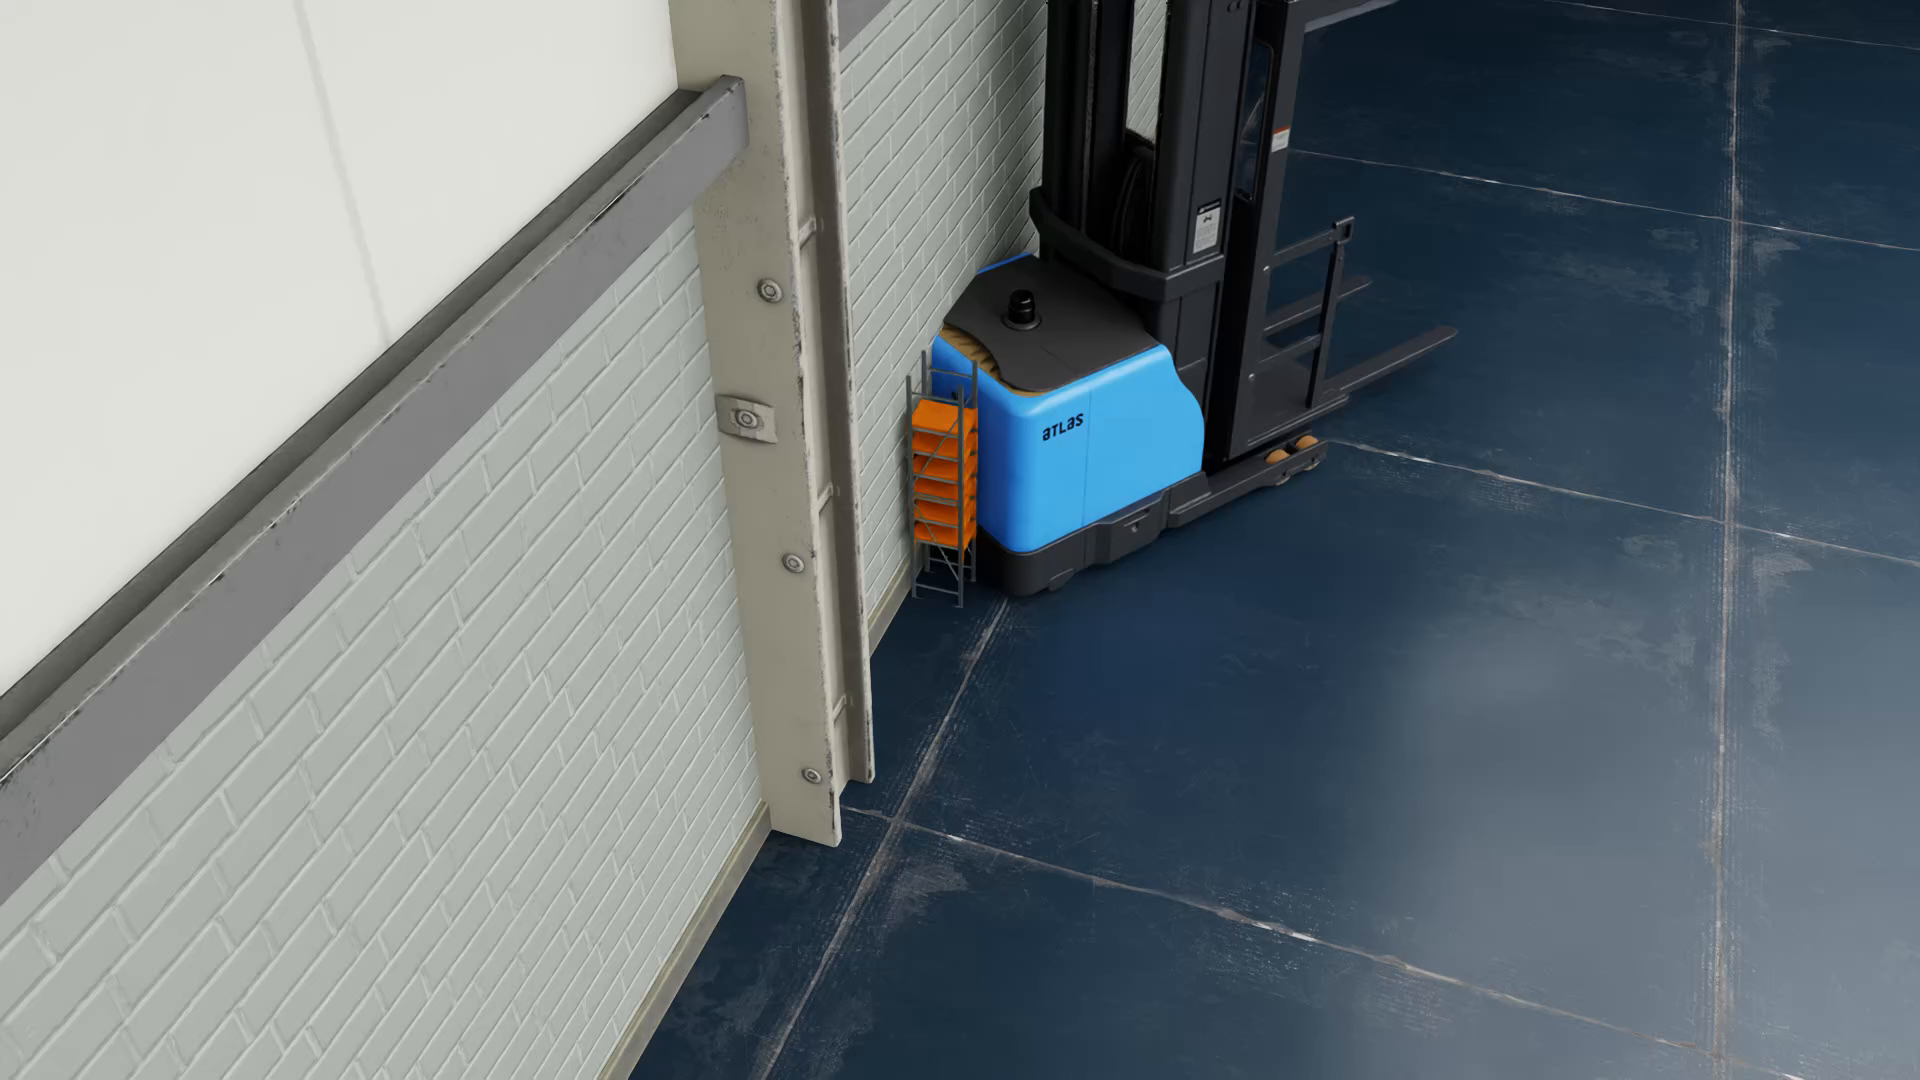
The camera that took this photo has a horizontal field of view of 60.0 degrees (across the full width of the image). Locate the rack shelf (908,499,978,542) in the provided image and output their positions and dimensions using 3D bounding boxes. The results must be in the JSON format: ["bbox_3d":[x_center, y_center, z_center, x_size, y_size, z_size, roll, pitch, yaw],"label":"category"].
[{"bbox_3d":[-0.073,-0.109,7.160,0.258,0.103,0.180,12,42,14],"label":"rack shelf"}]

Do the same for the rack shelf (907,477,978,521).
[{"bbox_3d":[-0.073,-0.200,7.082,0.258,0.103,0.180,12,42,14],"label":"rack shelf"}]

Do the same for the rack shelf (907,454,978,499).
[{"bbox_3d":[-0.072,-0.291,7.004,0.258,0.103,0.180,12,42,14],"label":"rack shelf"}]

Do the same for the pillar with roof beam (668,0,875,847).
[{"bbox_3d":[3.498,-1.452,2.472,9.100,9.000,0.400,13,42,15],"label":"pillar with roof beam"}]

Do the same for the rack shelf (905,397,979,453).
[{"bbox_3d":[-0.072,-0.474,6.848,0.258,0.103,0.180,12,42,14],"label":"rack shelf"}]

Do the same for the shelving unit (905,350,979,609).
[{"bbox_3d":[-0.073,-0.234,7.053,0.258,1.200,0.189,12,42,14],"label":"shelving unit"}]

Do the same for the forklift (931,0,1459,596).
[{"bbox_3d":[1.169,-1.637,7.364,3.031,2.935,1.130,-25,46,-26],"label":"forklift"}]

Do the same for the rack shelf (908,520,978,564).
[{"bbox_3d":[-0.073,-0.018,7.238,0.258,0.103,0.180,12,42,14],"label":"rack shelf"}]

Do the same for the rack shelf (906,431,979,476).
[{"bbox_3d":[-0.072,-0.382,6.926,0.258,0.103,0.180,12,42,14],"label":"rack shelf"}]

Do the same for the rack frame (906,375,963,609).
[{"bbox_3d":[-0.101,-0.177,6.987,0.240,1.200,0.006,12,42,14],"label":"rack frame"}]

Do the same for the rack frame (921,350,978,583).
[{"bbox_3d":[-0.044,-0.290,7.119,0.240,1.200,0.006,12,42,14],"label":"rack frame"}]
